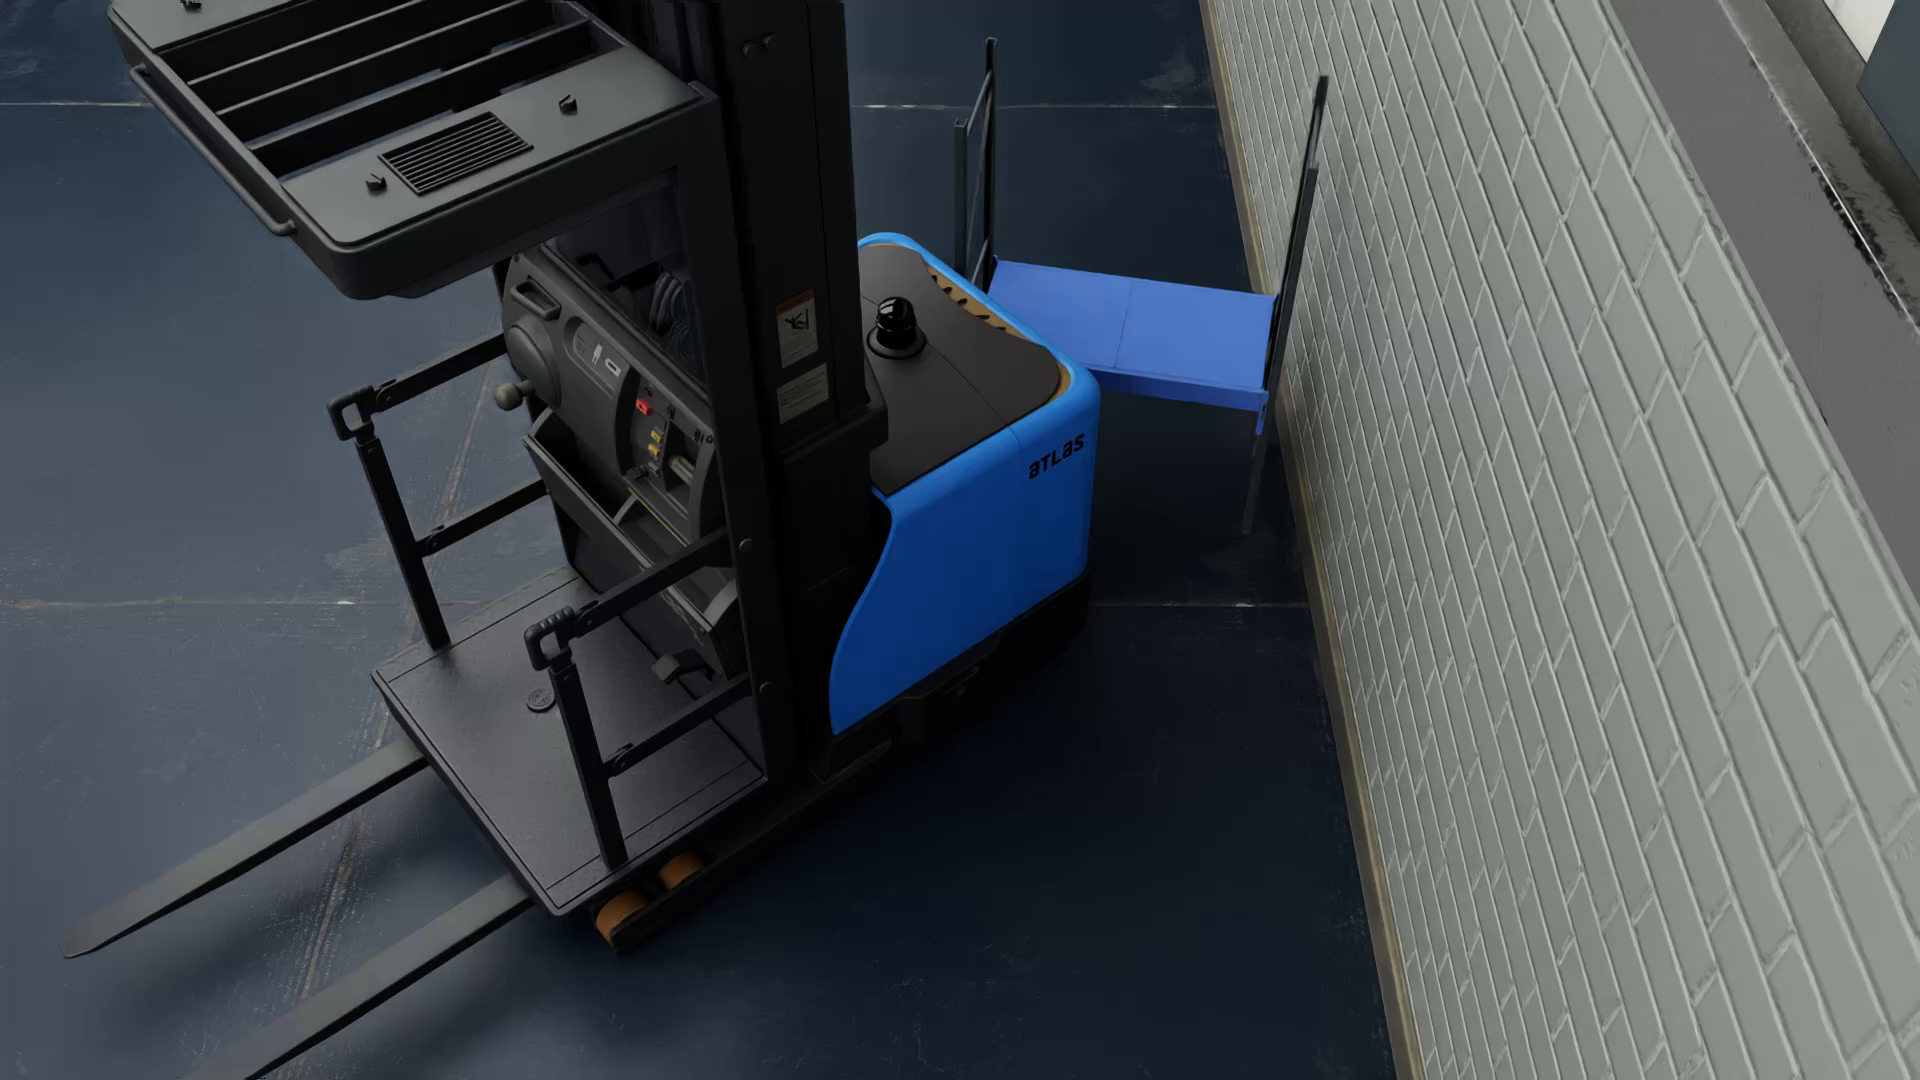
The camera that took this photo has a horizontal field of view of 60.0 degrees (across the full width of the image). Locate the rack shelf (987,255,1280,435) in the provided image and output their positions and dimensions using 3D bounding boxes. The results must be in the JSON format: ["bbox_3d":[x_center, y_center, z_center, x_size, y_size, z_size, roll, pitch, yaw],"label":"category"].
[{"bbox_3d":[0.547,-0.665,5.590,1.000,0.185,0.538,9,48,8],"label":"rack shelf"}]

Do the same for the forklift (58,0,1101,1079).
[{"bbox_3d":[-1.036,-0.294,4.021,3.031,2.935,1.130,-32,55,-26],"label":"forklift"}]

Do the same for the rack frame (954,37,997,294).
[{"bbox_3d":[0.050,-0.865,5.530,0.032,1.500,0.500,9,48,8],"label":"rack frame"}]

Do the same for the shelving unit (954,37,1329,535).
[{"bbox_3d":[0.547,-0.787,5.458,1.048,1.500,0.538,9,48,8],"label":"shelving unit"}]

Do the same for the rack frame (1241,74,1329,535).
[{"bbox_3d":[1.044,-0.709,5.386,0.032,1.500,0.500,9,48,8],"label":"rack frame"}]
